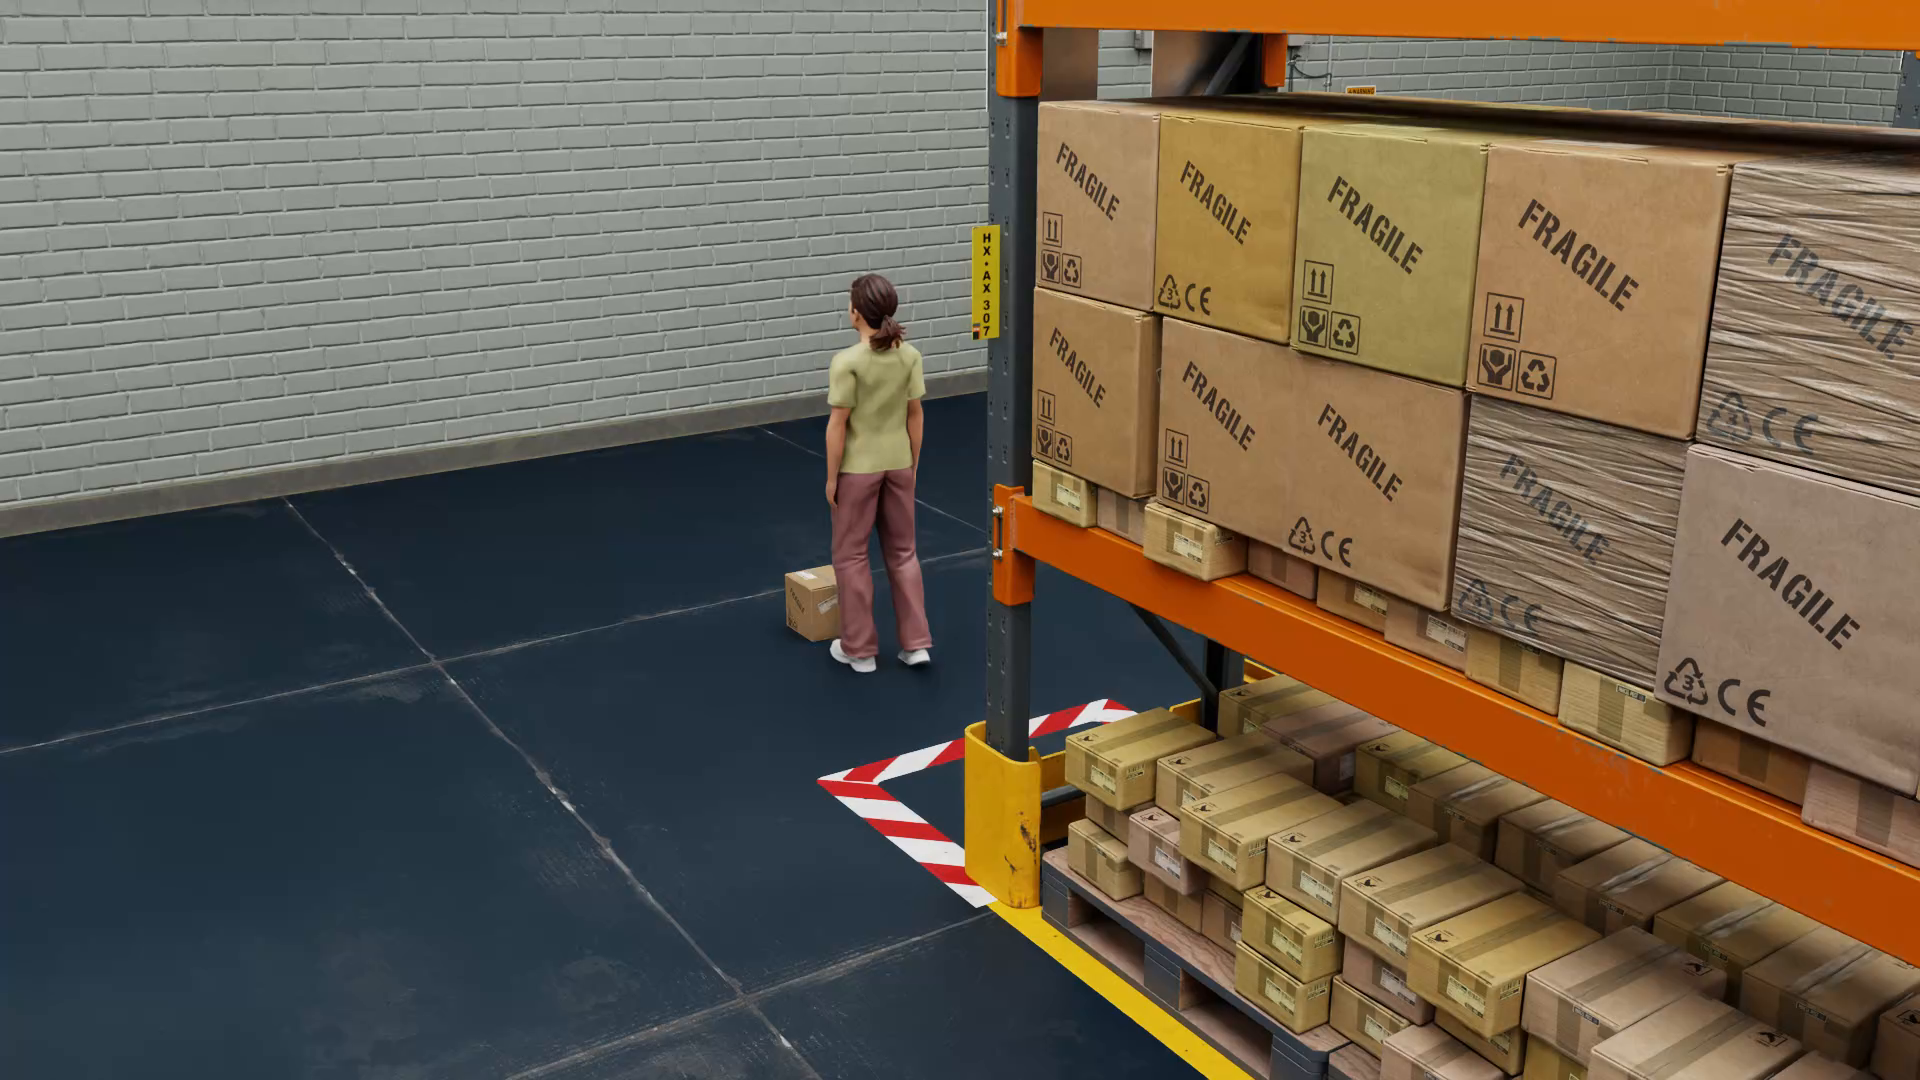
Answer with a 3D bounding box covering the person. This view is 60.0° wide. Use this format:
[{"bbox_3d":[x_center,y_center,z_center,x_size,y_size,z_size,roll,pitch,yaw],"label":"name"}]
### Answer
[{"bbox_3d":[-0.366,-0.237,6.887,0.441,1.731,0.406,-11,21,-30],"label":"person"}]
